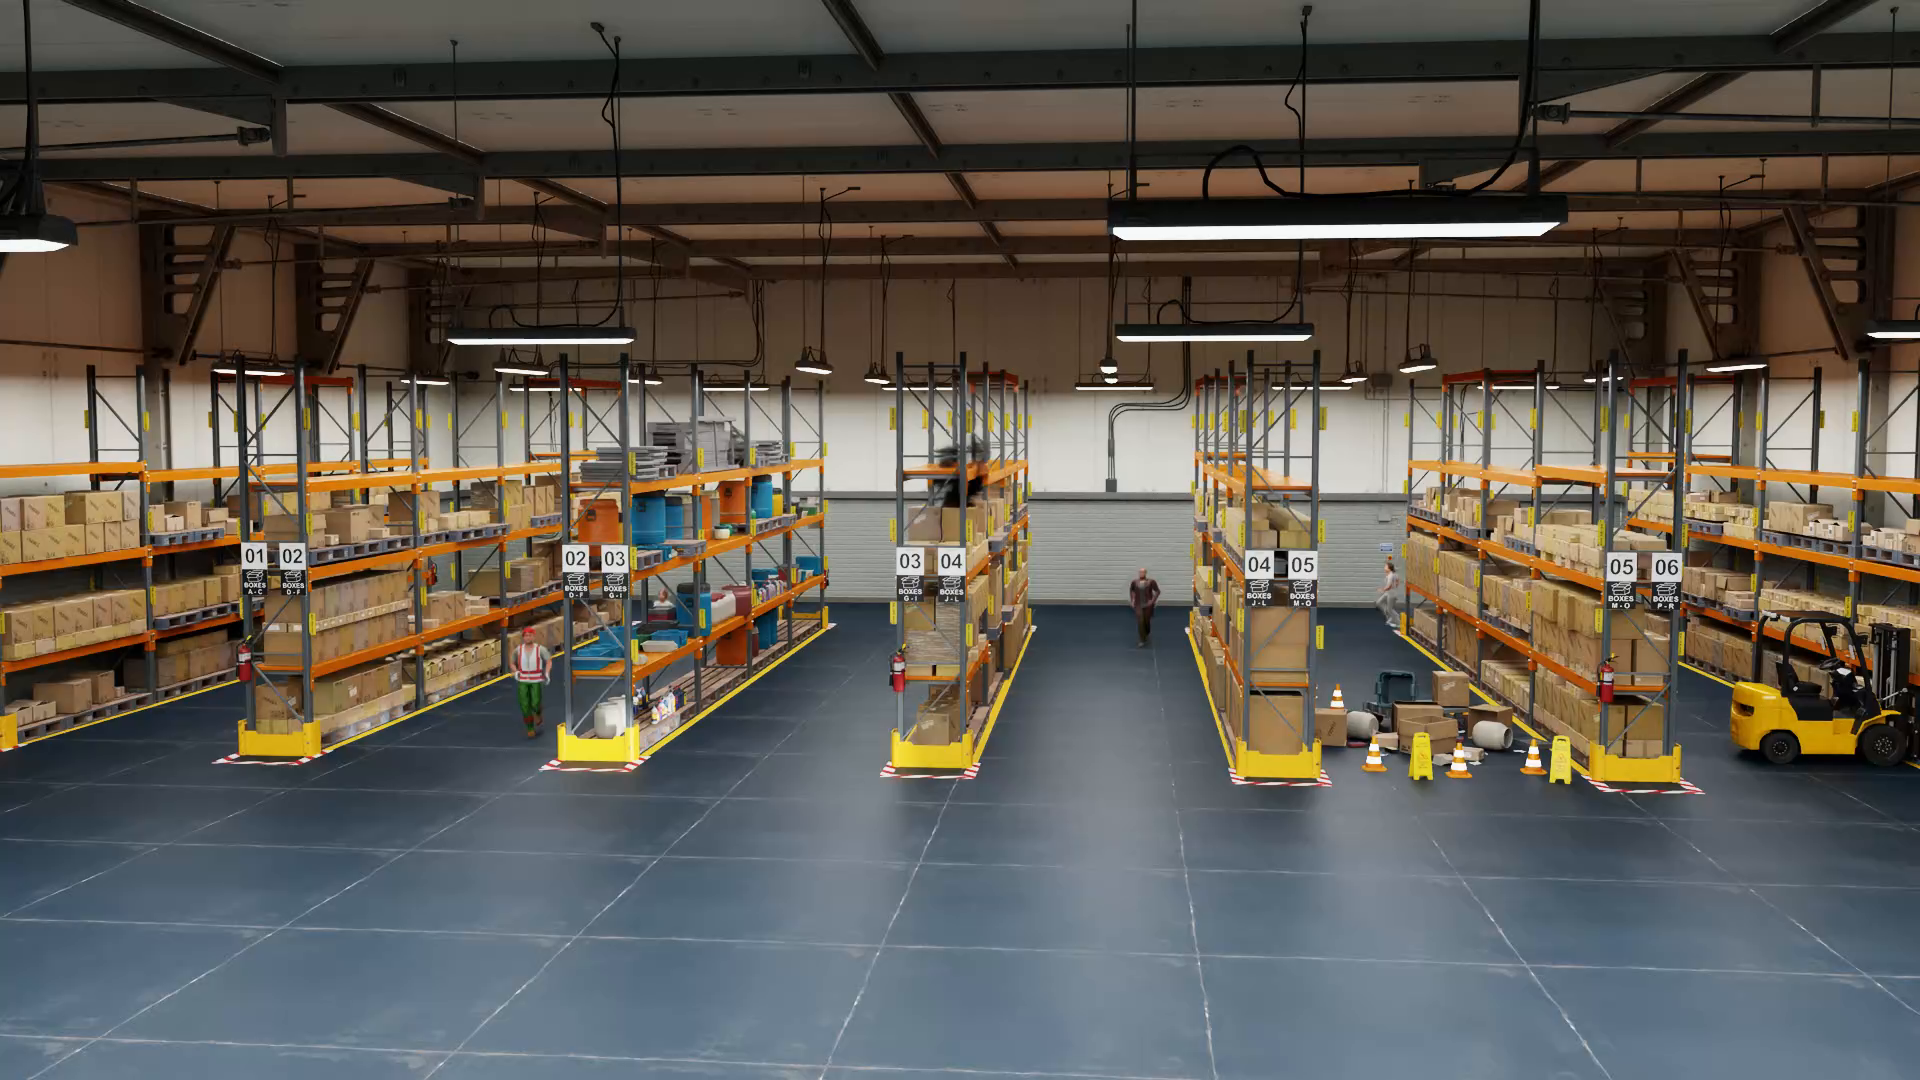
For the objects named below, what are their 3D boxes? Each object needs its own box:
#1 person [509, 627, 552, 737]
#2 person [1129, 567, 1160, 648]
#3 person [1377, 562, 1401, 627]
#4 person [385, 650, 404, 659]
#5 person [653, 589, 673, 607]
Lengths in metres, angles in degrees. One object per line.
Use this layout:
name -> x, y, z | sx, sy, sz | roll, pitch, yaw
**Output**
person -> -6.852, 2.256, 26.501 | 0.657, 1.742, 0.602 | 0, 4, -5
person -> 4.104, 1.486, 37.036 | 0.706, 1.771, 0.875 | 1, 4, 16
person -> 10.453, 1.336, 40.427 | 0.625, 1.601, 0.596 | 1, 4, 15
person -> -11.411, 1.784, 33.480 | 0.635, 1.770, 0.795 | 0, 4, 7
person -> -6.109, 1.797, 34.237 | 0.536, 1.565, 0.651 | 0, 4, 2
